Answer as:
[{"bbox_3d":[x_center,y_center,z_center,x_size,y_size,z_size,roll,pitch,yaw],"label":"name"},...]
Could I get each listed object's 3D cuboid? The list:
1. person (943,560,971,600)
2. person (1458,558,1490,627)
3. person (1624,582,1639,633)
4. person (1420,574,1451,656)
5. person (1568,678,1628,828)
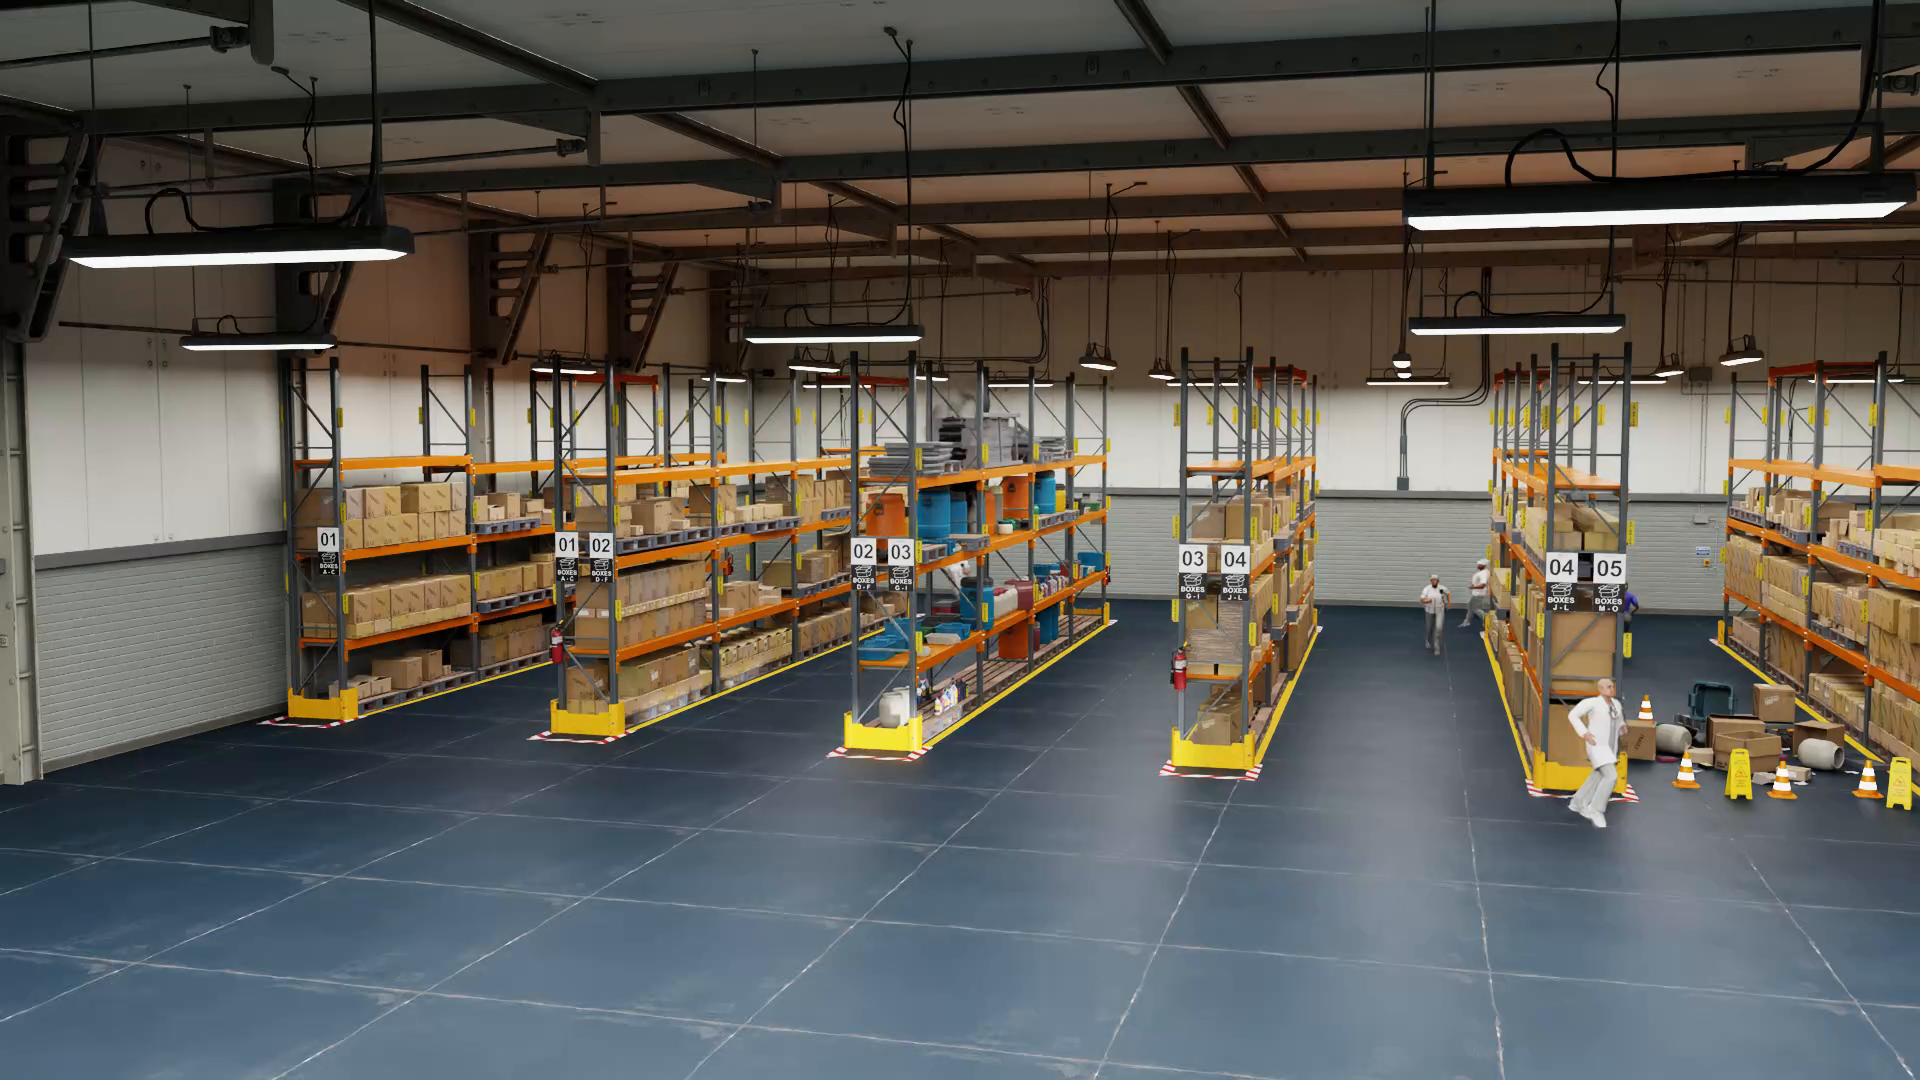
[{"bbox_3d":[-0.049,1.115,41.196,0.682,1.781,0.847,-1,4,-16],"label":"person"},{"bbox_3d":[12.181,1.264,39.285,0.822,1.708,0.792,2,4,20],"label":"person"},{"bbox_3d":[13.790,1.661,34.558,0.586,1.630,0.583,0,4,5],"label":"person"},{"bbox_3d":[10.139,1.576,35.469,0.613,1.710,0.895,1,4,19],"label":"person"},{"bbox_3d":[7.928,2.615,20.599,0.725,1.827,0.721,-3,5,-31],"label":"person"}]
